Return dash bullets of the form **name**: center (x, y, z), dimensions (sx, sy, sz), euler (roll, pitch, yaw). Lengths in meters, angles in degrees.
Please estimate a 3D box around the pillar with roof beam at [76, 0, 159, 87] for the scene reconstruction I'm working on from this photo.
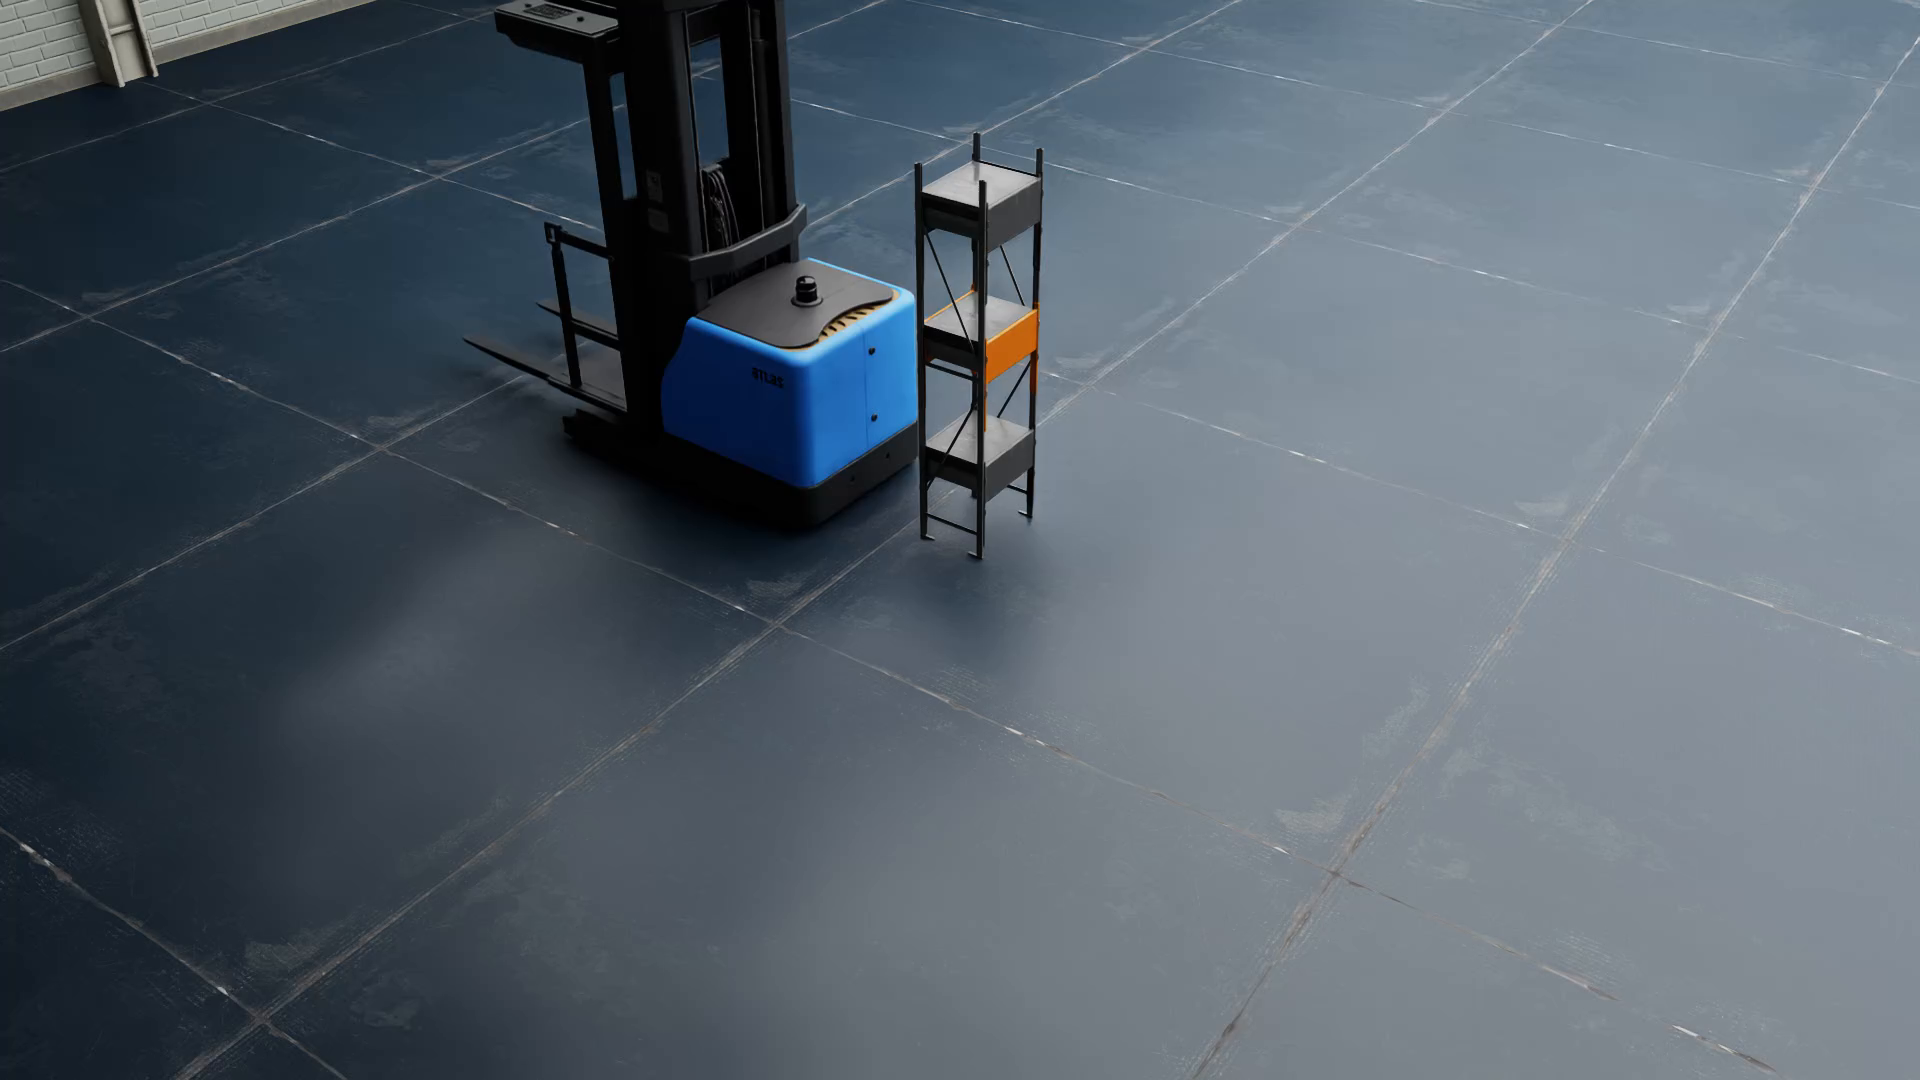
- **pillar with roof beam**: center (-4.029, -6.561, 10.595), dimensions (9.100, 9.000, 0.400), euler (21, 39, 28)

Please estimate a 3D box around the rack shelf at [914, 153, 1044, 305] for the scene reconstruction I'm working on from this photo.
- **rack shelf**: center (0.094, -1.515, 8.066), dimensions (0.431, 0.518, 0.480), euler (21, 39, 28)

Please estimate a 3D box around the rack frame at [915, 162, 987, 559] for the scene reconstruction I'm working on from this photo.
- **rack frame**: center (-0.045, -0.834, 8.284), dimensions (0.400, 2.100, 0.015), euler (21, 39, 28)

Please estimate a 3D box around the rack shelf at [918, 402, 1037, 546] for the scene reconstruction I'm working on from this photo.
- **rack shelf**: center (0.094, -0.355, 8.850), dimensions (0.431, 0.518, 0.480), euler (21, 39, 28)

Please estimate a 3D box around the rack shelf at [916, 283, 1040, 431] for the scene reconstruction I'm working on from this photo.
- **rack shelf**: center (0.094, -0.935, 8.458), dimensions (0.431, 0.518, 0.480), euler (21, 39, 28)

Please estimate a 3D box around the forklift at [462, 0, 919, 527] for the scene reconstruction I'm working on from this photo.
- **forklift**: center (-1.707, -1.944, 9.183), dimensions (3.031, 2.935, 1.130), euler (23, 40, 30)

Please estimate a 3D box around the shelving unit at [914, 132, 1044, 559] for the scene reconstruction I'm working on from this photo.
- **shelving unit**: center (0.094, -0.946, 8.450), dimensions (0.431, 2.100, 0.503), euler (21, 39, 28)

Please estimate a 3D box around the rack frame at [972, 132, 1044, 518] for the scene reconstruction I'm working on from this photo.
- **rack frame**: center (0.234, -1.058, 8.616), dimensions (0.400, 2.100, 0.015), euler (21, 39, 28)
